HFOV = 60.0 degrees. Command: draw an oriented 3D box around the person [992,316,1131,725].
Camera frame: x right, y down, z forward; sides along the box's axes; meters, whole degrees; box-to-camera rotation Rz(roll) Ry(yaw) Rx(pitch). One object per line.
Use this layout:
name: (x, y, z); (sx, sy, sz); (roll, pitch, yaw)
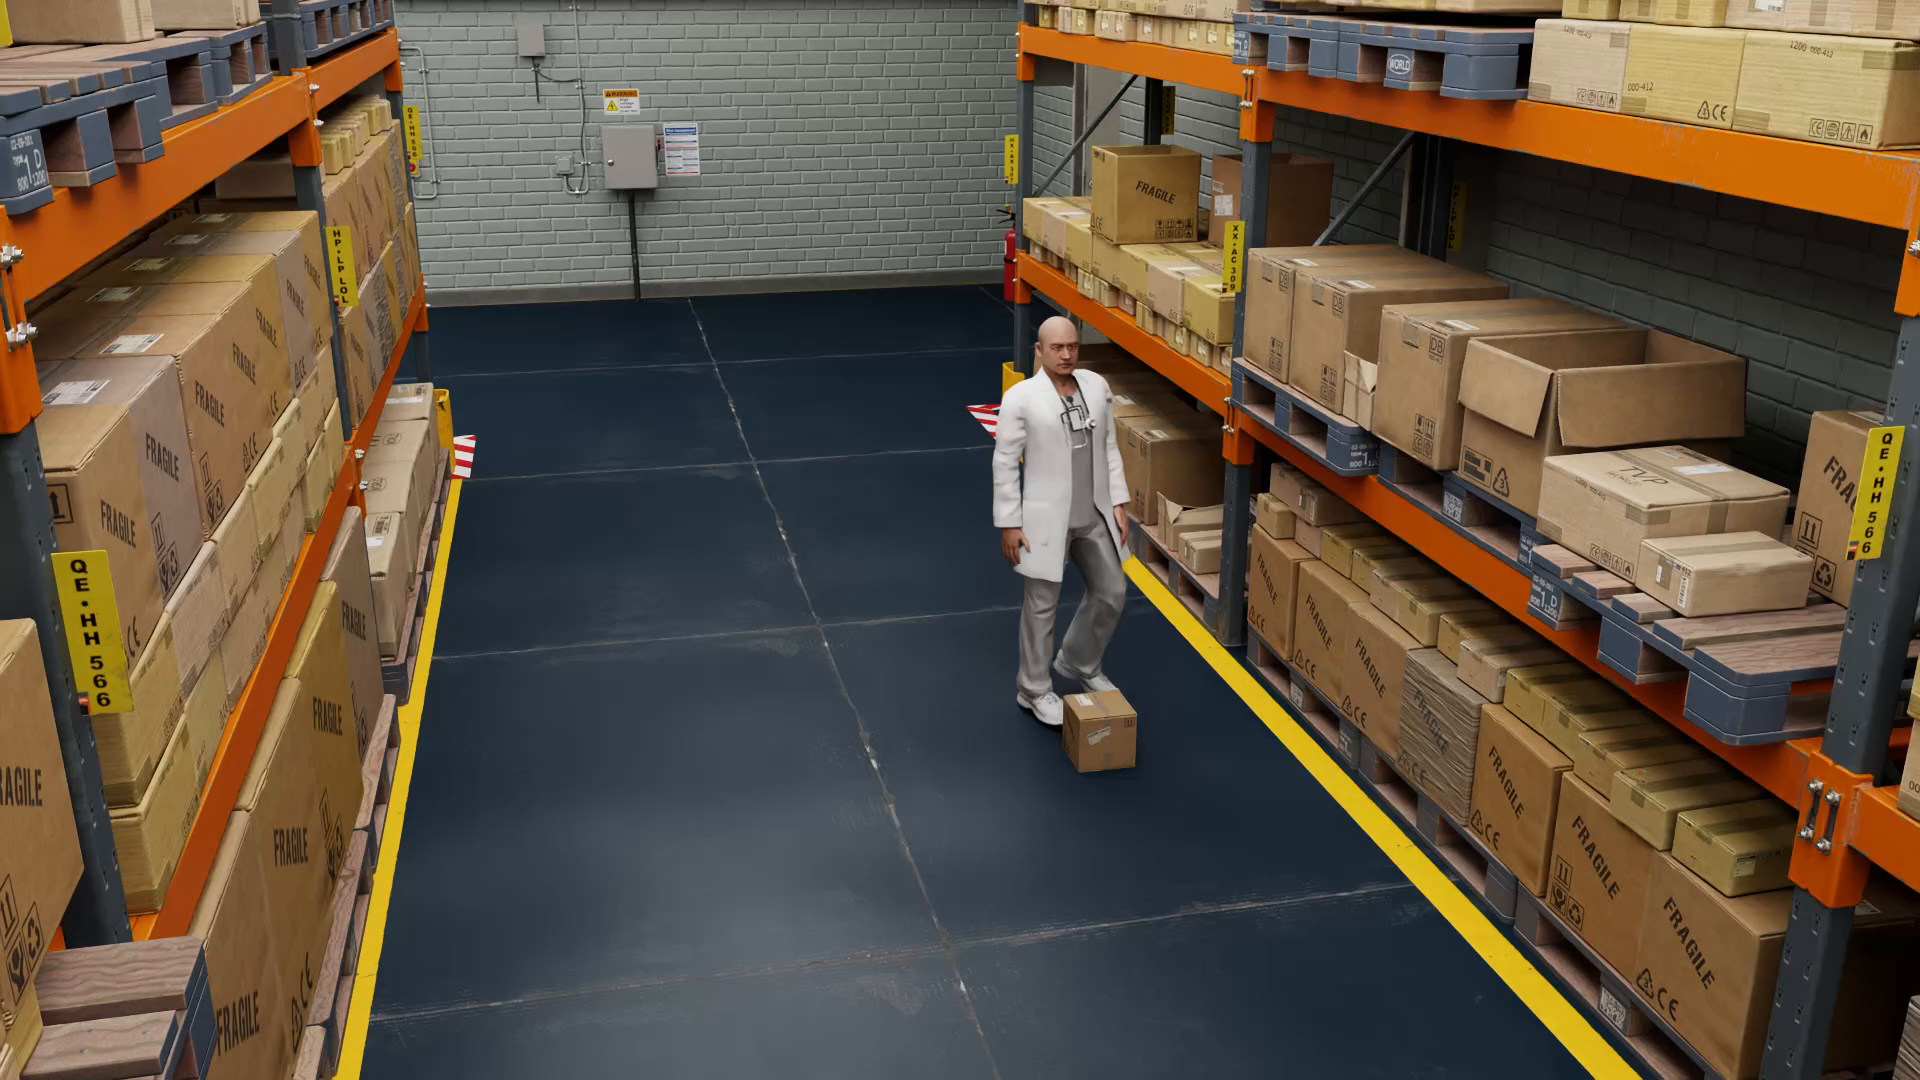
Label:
person: (0.453, -0.077, 7.281); (0.623, 1.804, 0.460); (-9, 21, -25)
